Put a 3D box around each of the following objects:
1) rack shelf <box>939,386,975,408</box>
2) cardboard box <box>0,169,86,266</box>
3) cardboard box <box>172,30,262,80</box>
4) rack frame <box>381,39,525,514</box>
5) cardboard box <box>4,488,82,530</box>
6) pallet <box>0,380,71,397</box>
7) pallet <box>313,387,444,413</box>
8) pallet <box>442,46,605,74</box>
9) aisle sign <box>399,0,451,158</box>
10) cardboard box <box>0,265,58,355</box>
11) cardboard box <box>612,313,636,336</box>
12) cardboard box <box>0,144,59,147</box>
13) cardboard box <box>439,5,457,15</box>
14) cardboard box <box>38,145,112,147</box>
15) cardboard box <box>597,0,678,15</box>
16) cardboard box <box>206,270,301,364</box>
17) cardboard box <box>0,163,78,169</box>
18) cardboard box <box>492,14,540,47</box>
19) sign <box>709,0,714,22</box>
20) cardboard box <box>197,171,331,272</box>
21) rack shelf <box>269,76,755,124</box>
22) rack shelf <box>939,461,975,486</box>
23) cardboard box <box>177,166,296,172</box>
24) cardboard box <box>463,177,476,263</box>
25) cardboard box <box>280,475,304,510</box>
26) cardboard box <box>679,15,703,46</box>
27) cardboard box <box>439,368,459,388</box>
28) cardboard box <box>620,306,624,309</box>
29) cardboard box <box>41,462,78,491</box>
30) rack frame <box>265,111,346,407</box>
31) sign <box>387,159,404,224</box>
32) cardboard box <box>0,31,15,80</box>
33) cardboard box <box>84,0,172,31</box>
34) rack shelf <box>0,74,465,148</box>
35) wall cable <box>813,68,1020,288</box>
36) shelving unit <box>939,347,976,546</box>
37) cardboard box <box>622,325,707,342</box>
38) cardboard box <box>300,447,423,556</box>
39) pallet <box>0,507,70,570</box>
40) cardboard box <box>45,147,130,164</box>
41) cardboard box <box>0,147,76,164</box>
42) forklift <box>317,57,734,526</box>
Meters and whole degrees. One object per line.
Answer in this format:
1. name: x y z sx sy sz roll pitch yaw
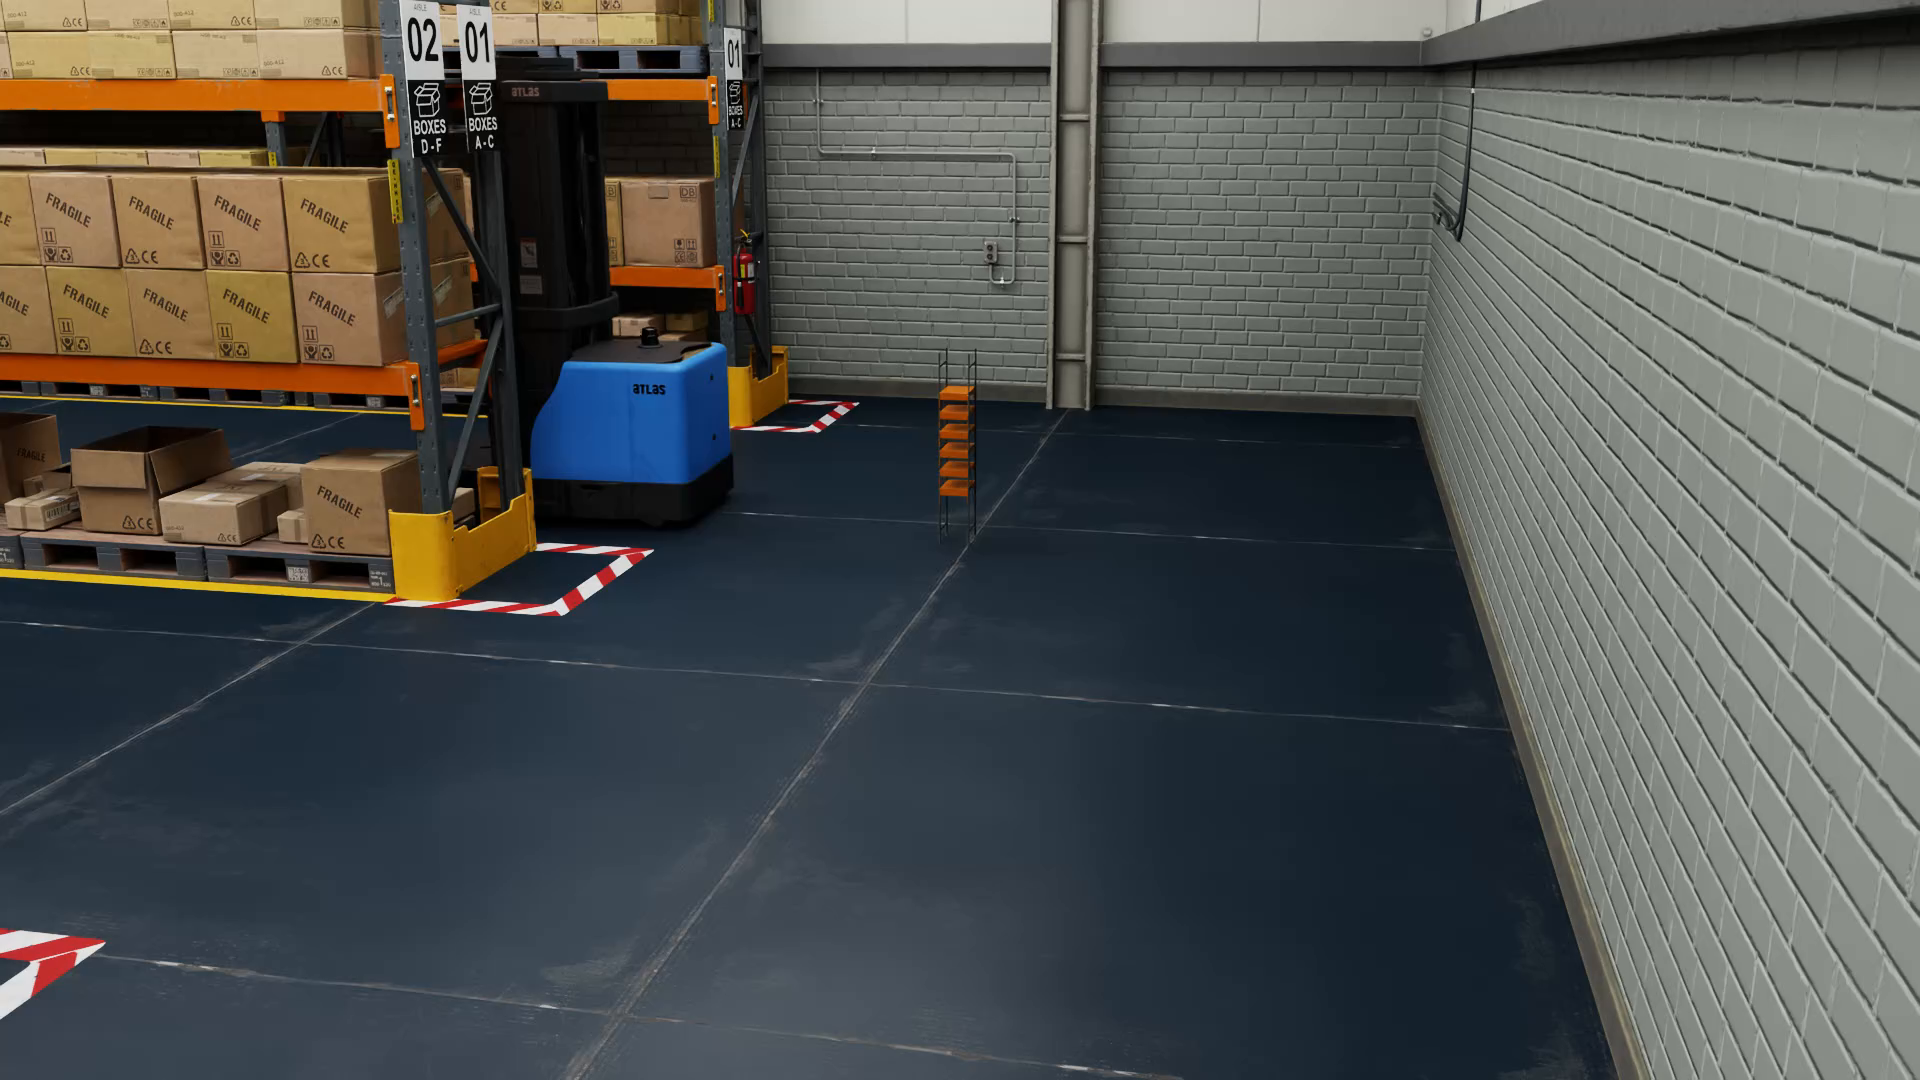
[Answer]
1. rack shelf: -0.014 -0.883 10.250 0.180 0.103 0.258 3 16 11
2. cardboard box: -5.323 -1.844 9.471 0.500 0.500 0.500 3 16 9
3. cardboard box: -3.862 -2.616 8.980 0.500 0.250 0.500 3 16 11
4. rack frame: -2.818 -1.255 9.404 0.127 3.000 1.000 3 16 11
5. cardboard box: -5.520 -0.192 10.050 0.250 0.166 0.380 3 16 11
6. pallet: -8.917 -1.571 15.769 1.213 0.211 1.003 3 16 11
7. pallet: -5.025 -1.359 15.004 1.213 0.211 1.003 3 16 11
8. pallet: -3.763 -4.055 14.059 1.213 0.211 1.003 3 16 11
9. aisle sign: -2.813 -2.424 8.755 0.004 0.787 0.394 3 16 11
10. cardboard box: -5.301 -1.364 9.610 0.500 0.500 0.500 3 16 11
11. cardboard box: -2.954 -1.845 14.215 0.250 0.149 0.380 4 16 13
12. cardboard box: -8.671 -3.555 15.518 0.500 0.250 0.500 3 16 9
13. cardboard box: -4.122 -4.587 13.717 0.500 0.500 0.500 3 16 11
14. cardboard box: -8.169 -3.526 15.417 0.500 0.250 0.500 3 16 10
15. cardboard box: -2.606 -4.504 13.416 0.500 0.500 0.500 3 16 11
16. cardboard box: -3.821 -1.283 9.316 0.500 0.500 0.500 3 16 12
17. cardboard box: -5.688 -2.012 10.077 0.500 0.500 0.500 3 16 10
18. cardboard box: -3.627 -4.198 13.717 0.500 0.250 0.500 3 16 9
19. sign: -1.957 -4.244 13.065 0.005 0.325 0.100 3 16 11
20. cardboard box: -3.805 -1.764 9.179 0.500 0.500 0.500 4 16 13
21. rack shelf: -3.795 -3.756 14.163 4.000 0.370 1.077 3 16 11
22. rack shelf: -0.014 -0.421 10.379 0.180 0.103 0.258 3 16 11
23. cardboard box: -4.204 -1.931 9.786 0.500 0.500 0.500 3 16 12
24. cardboard box: -3.797 -2.799 14.416 0.700 0.700 0.980 2 16 8
25. cardboard box: -3.785 -0.272 10.181 0.500 0.250 0.500 3 16 11
26. cardboard box: -2.501 -4.278 14.005 0.500 0.250 0.500 4 16 14
27. cardboard box: -4.551 -1.668 14.789 0.500 0.500 0.700 3 16 11
28. cardboard box: -3.120 -1.958 14.624 0.250 0.149 0.380 3 16 12
29. cardboard box: -5.388 -0.388 10.487 0.500 0.311 0.500 3 16 11
30. rack frame: -5.755 -2.764 14.851 0.127 3.000 1.000 3 16 11
31. sign: -2.949 -1.821 8.687 0.005 0.325 0.100 3 16 11
32. cardboard box: -5.332 -2.696 9.268 0.500 0.250 0.500 3 16 11
33. cardboard box: -4.352 -2.884 9.010 0.500 0.250 0.500 3 16 11
34. rack shelf: -4.778 -2.460 9.484 4.000 0.370 1.077 3 16 11
35. wall cable: -0.392 -3.220 14.595 1.851 1.984 0.084 3 16 11
36. shelving unit: -0.014 -0.579 10.335 0.189 1.200 0.258 3 16 11
37. cardboard box: -2.541 -1.560 14.401 0.500 0.500 0.700 3 16 11
38. cardboard box: -3.400 -0.227 9.551 0.500 0.500 0.500 3 16 11
39. pallet: -6.065 -0.087 10.412 1.213 0.211 1.003 3 16 11
40. cardboard box: -7.762 -3.368 14.846 0.500 0.250 0.500 3 16 10
41. cardboard box: -8.263 -3.394 14.938 0.500 0.250 0.500 3 16 11
42. forklift: -3.137 -1.667 11.018 3.031 2.935 1.130 3 16 9
